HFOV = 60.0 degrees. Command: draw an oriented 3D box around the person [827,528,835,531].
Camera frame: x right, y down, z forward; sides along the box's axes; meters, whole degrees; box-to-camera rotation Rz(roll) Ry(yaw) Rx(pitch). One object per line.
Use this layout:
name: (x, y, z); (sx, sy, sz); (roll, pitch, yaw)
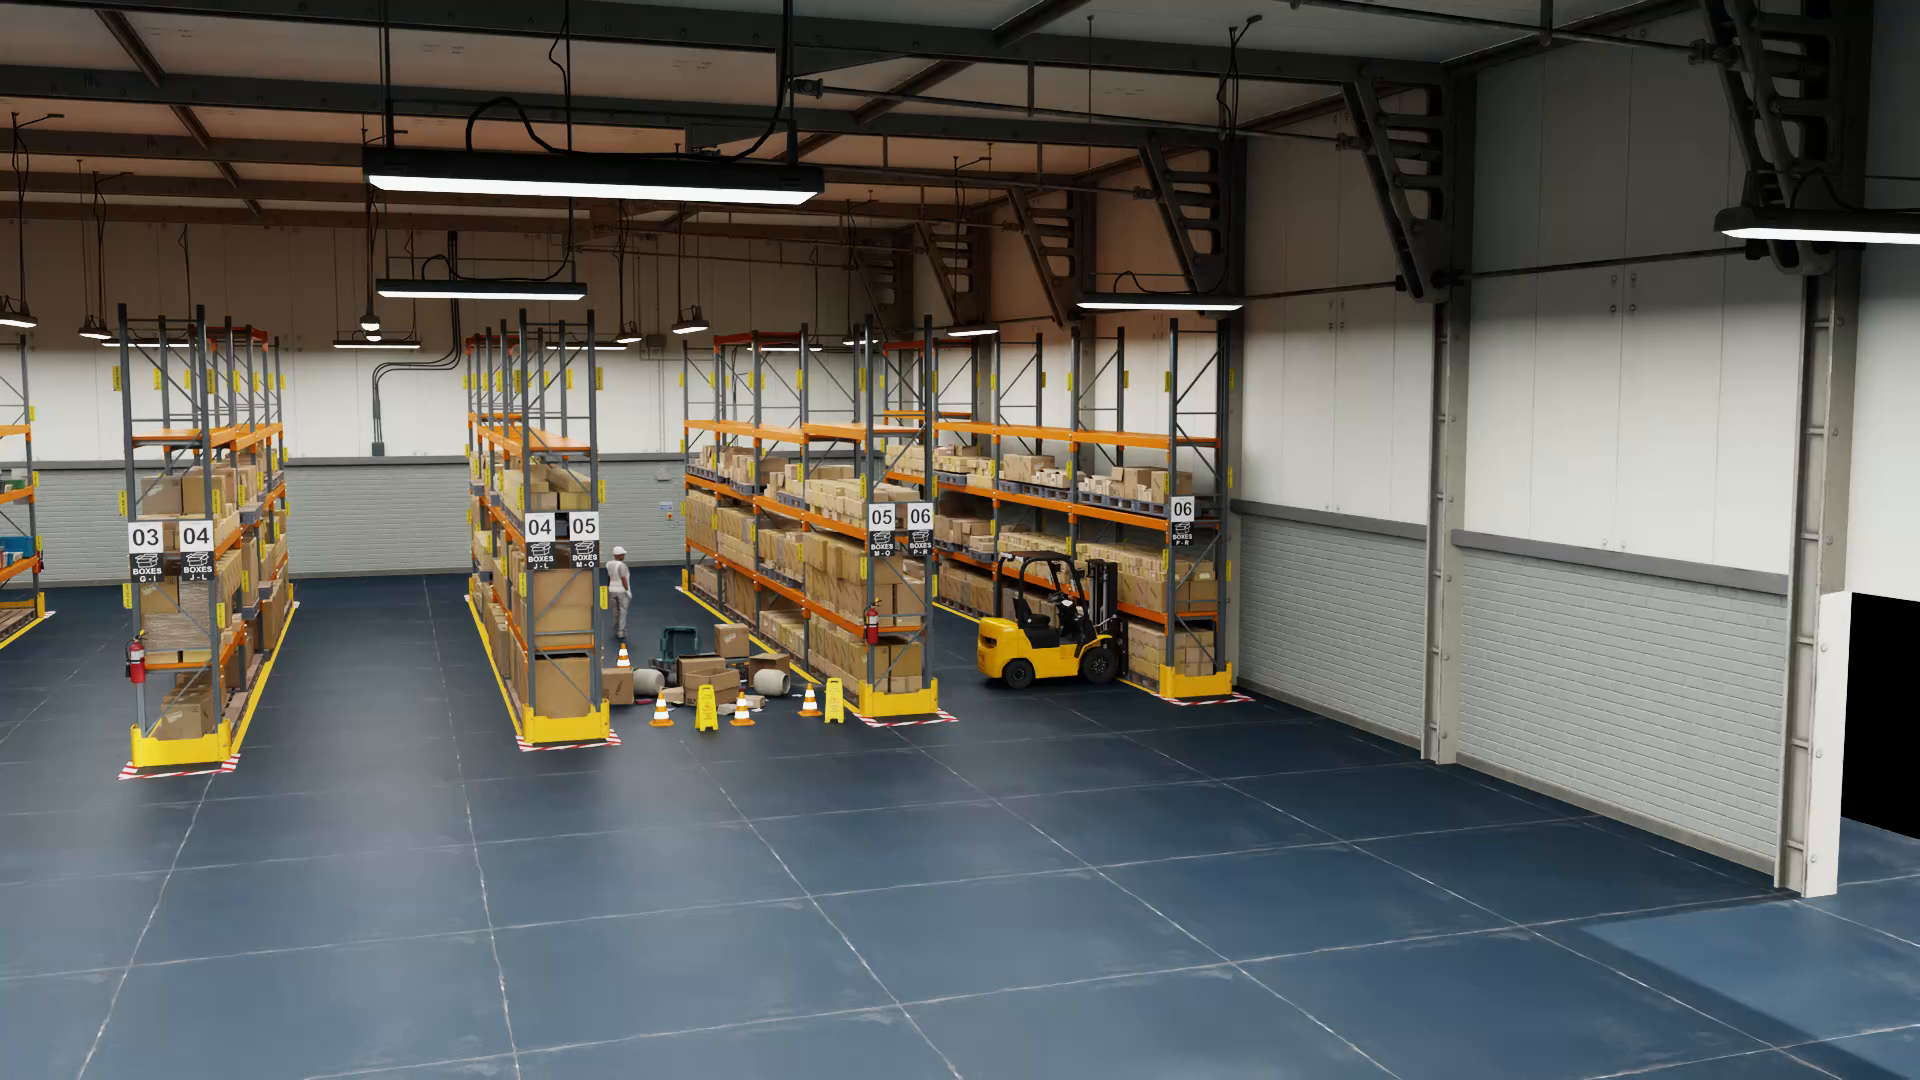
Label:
person: (-3.325, 0.111, 42.842); (0.526, 1.697, 0.398); (1, 6, 11)

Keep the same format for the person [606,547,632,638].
person: (-6.694, 1.014, 32.816); (0.589, 1.789, 0.574); (2, 6, 24)

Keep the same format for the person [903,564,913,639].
person: (-1.111, 1.270, 30.189); (0.649, 1.702, 1.057); (-2, 6, -19)
